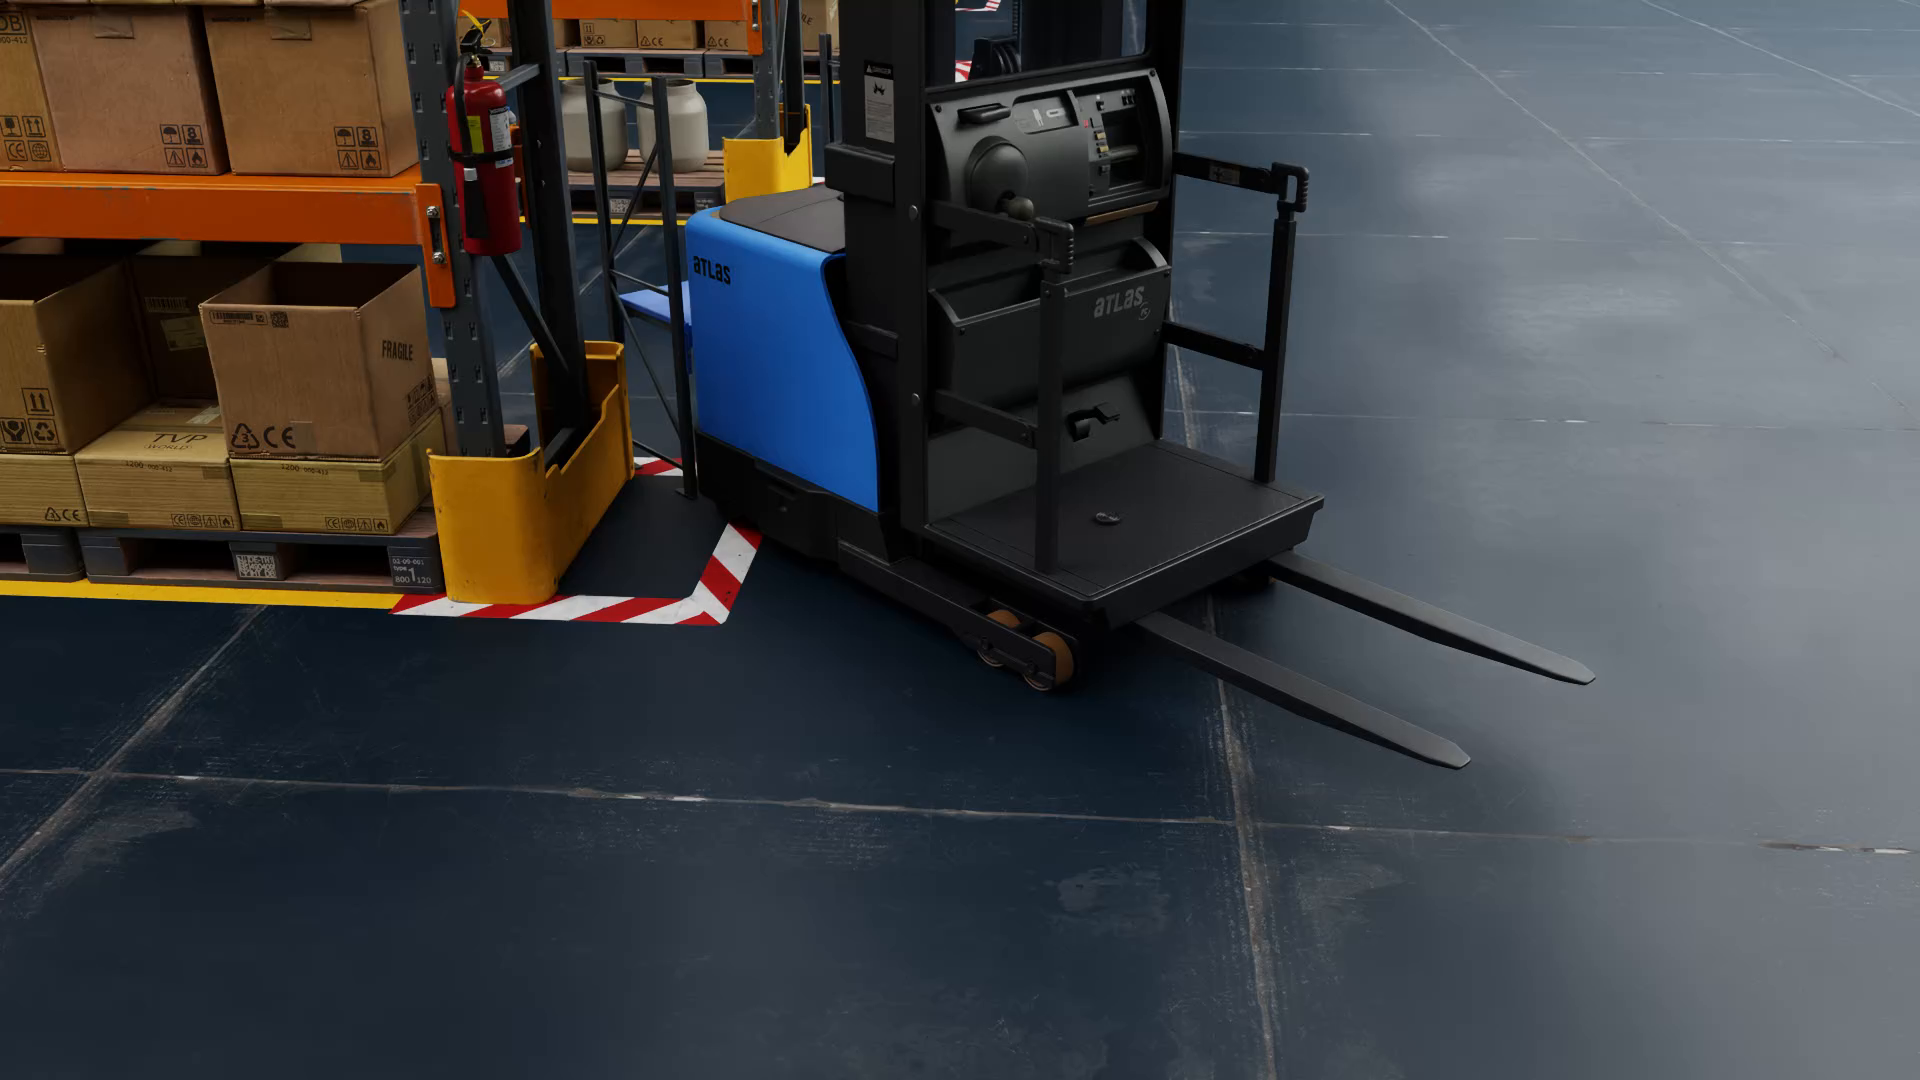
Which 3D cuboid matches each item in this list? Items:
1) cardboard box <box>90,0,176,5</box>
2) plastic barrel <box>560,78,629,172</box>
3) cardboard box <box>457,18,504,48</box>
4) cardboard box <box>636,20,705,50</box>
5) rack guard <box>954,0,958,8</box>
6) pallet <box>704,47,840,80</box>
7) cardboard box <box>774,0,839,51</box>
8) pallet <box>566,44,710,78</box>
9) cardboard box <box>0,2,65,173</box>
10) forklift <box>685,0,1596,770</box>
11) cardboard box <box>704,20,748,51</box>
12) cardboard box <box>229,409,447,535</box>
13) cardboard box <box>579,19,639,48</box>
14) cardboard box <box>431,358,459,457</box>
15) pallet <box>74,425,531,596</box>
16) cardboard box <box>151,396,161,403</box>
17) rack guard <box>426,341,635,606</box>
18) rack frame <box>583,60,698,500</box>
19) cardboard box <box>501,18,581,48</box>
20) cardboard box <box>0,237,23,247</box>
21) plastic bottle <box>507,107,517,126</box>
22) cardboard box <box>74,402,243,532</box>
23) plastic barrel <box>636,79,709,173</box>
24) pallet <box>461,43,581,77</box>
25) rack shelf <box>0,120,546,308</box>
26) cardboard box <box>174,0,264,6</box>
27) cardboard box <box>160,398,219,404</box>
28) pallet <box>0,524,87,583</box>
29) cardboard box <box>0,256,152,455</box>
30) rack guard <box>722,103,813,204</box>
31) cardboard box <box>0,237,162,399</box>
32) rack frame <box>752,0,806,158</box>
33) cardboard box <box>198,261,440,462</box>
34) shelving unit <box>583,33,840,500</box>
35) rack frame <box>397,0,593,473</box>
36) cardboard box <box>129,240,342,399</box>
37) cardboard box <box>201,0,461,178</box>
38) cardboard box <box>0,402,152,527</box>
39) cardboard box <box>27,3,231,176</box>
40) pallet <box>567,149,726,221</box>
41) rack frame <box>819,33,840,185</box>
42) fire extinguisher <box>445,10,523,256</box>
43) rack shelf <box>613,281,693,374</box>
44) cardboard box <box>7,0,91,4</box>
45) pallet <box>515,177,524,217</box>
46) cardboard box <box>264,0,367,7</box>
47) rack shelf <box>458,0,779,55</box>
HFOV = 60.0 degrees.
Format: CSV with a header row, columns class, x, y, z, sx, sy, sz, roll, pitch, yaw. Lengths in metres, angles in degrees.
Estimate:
class,x,y,z,sx,sy,sz,roll,pitch,yaw
cardboard box,-2.379,-1.691,4.941,0.250,0.149,0.380,1,25,3
plastic barrel,-2.246,-2.532,10.139,0.421,0.512,0.421,0,25,0
cardboard box,-4.297,-4.685,14.830,0.500,0.500,0.500,1,25,2
cardboard box,-2.548,-4.646,14.746,0.500,0.500,0.500,4,25,9
rack guard,-0.200,-6.459,19.188,0.348,0.500,1.175,2,25,4
pallet,-1.588,-4.307,14.858,1.213,0.211,1.003,2,25,4
cardboard box,-1.326,-4.613,14.675,0.500,0.500,0.500,6,25,14
pallet,-2.801,-4.347,14.946,1.213,0.211,1.003,2,25,4
cardboard box,-2.950,-1.501,5.304,0.500,0.500,0.700,2,25,4
forklift,0.426,-1.137,4.715,1.130,2.935,3.031,-21,32,-38
cardboard box,-1.925,-4.618,14.685,0.500,0.500,0.500,8,26,18
cardboard box,-2.024,-0.238,5.466,0.500,0.250,0.500,2,25,4
cardboard box,-3.101,-4.682,14.825,0.500,0.500,0.500,0,25,-1
cardboard box,-1.985,-0.454,5.935,0.500,0.250,0.500,2,25,4
pallet,-2.233,-0.143,5.807,1.213,0.211,1.003,2,25,4
cardboard box,-2.982,-0.484,6.001,0.500,0.250,0.500,2,25,4
rack guard,-1.443,-0.266,5.730,0.348,0.500,1.175,2,25,4
rack frame,-1.135,-0.910,5.927,0.032,1.500,0.500,-20,31,-36
cardboard box,-3.726,-4.669,14.797,0.500,0.500,0.500,10,27,21
cardboard box,-3.480,-0.844,5.885,0.500,0.500,0.500,2,25,4
plastic bottle,-2.868,-2.615,10.582,0.097,0.271,0.097,0,25,0
cardboard box,-2.524,-0.249,5.490,0.500,0.250,0.500,2,25,4
plastic barrel,-1.746,-2.516,10.104,0.421,0.512,0.421,0,25,0
pallet,-4.021,-4.385,15.028,1.213,0.211,1.003,2,25,4
rack shelf,-3.461,-1.139,5.498,4.000,0.370,1.077,2,25,4
cardboard box,-2.124,-1.683,4.923,0.250,0.149,0.380,2,25,5
cardboard box,-2.483,-0.468,5.966,0.500,0.250,0.500,2,25,4
pallet,-3.446,-0.183,5.894,1.213,0.211,1.003,2,25,4
cardboard box,-3.023,-0.604,5.363,0.500,0.500,0.500,2,25,4
rack guard,-1.163,-2.314,10.180,0.348,0.500,1.175,2,25,4
cardboard box,-2.983,-0.820,5.834,0.500,0.500,0.500,2,25,4
rack frame,-1.084,-3.467,9.695,0.127,3.000,1.000,2,25,4
cardboard box,-2.024,-0.578,5.307,0.500,0.500,0.500,2,25,4
shelving unit,-0.750,-1.048,6.229,1.048,1.500,0.538,-20,31,-36
rack frame,-1.467,-1.402,5.209,0.127,3.000,1.000,2,25,4
cardboard box,-2.483,-0.810,5.811,0.500,0.500,0.500,2,25,4
cardboard box,-1.931,-1.468,5.232,0.500,0.500,0.700,2,25,4
cardboard box,-3.022,-0.264,5.523,0.500,0.250,0.500,2,25,4
cardboard box,-2.455,-1.483,5.264,0.500,0.500,0.700,2,25,5
pallet,-1.973,-2.211,10.302,1.213,0.211,1.003,2,25,4
rack frame,-0.365,-1.187,6.530,0.032,1.500,0.500,-20,31,-36
fire extinguisher,-1.385,-1.170,4.796,0.183,0.674,0.296,2,25,4
rack shelf,-0.749,-0.884,6.303,1.000,0.185,0.538,-20,31,-36
cardboard box,-2.629,-1.700,4.961,0.250,0.149,0.380,2,25,5
pallet,-3.186,-2.251,10.389,1.213,0.211,1.003,2,25,4
cardboard box,-1.862,-1.675,4.906,0.250,0.149,0.380,1,25,3
rack shelf,-3.078,-3.204,9.985,4.000,0.370,1.077,2,25,4
